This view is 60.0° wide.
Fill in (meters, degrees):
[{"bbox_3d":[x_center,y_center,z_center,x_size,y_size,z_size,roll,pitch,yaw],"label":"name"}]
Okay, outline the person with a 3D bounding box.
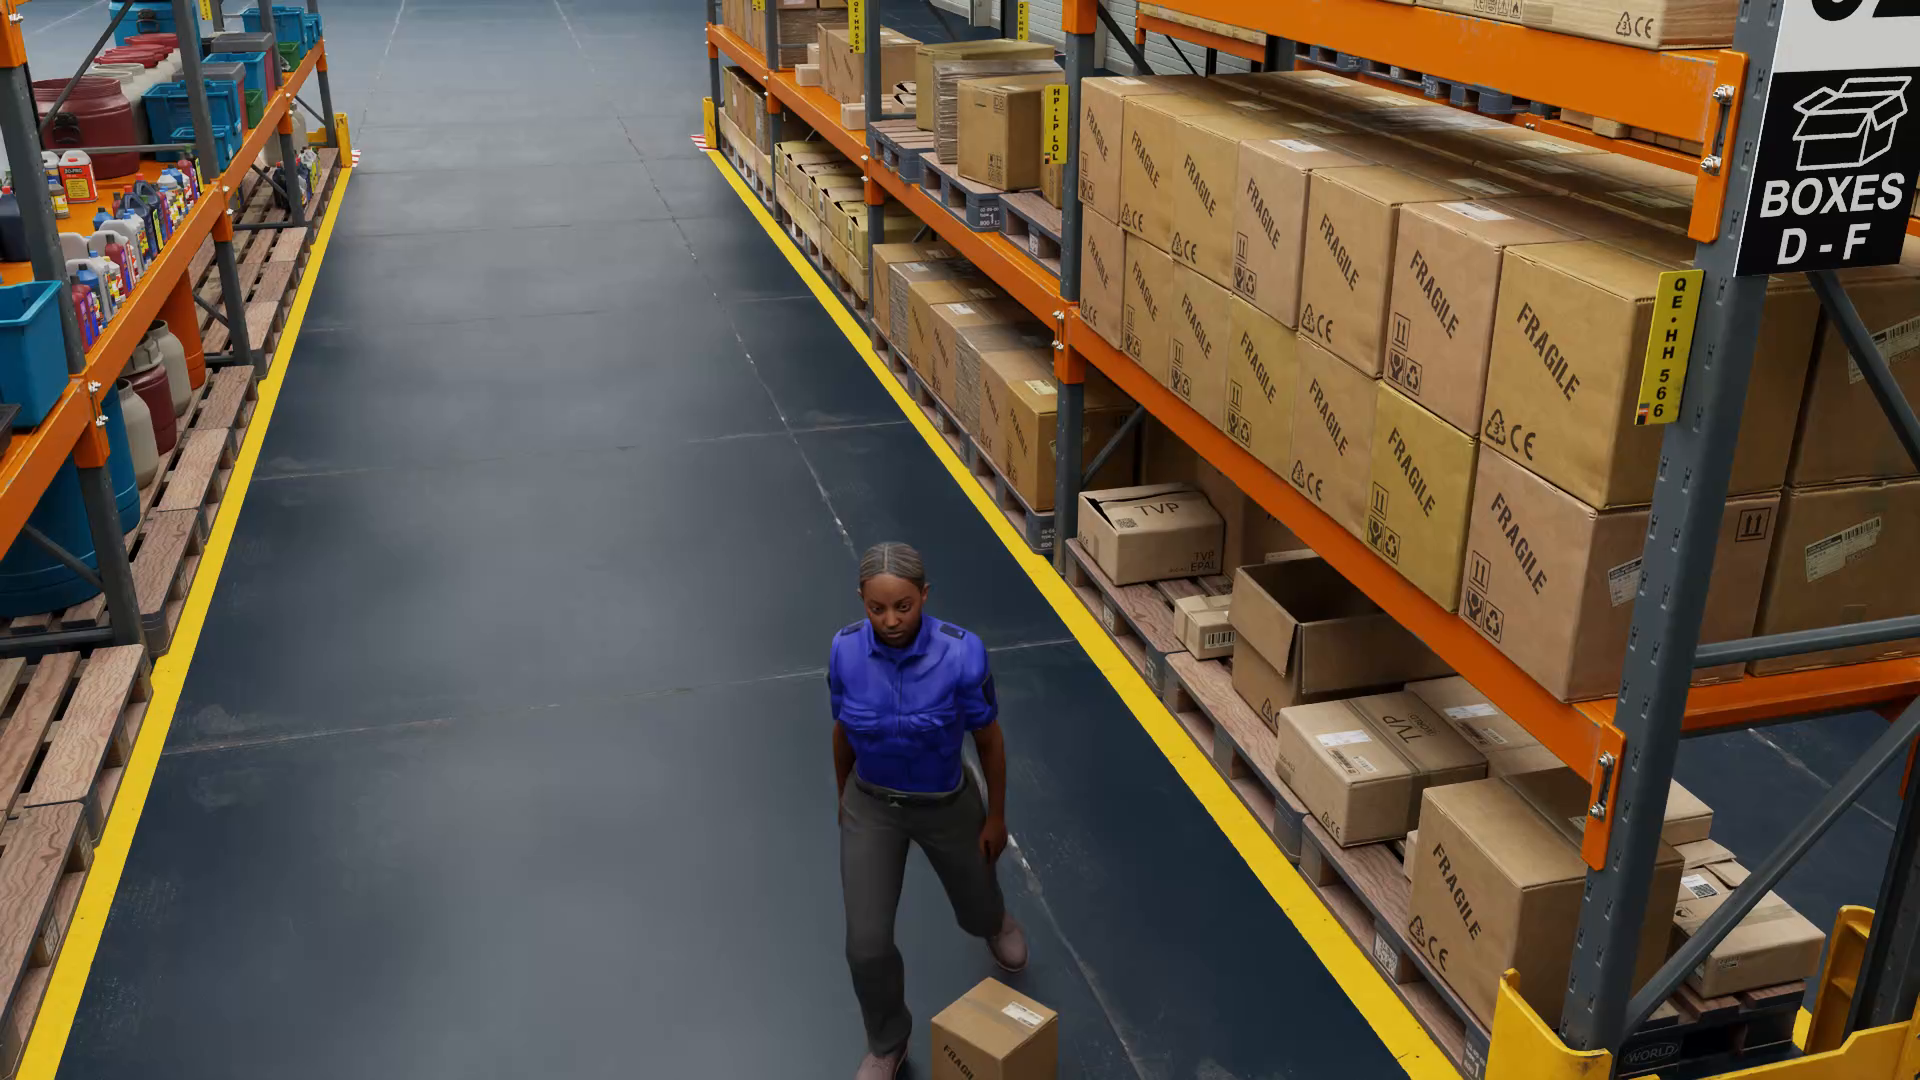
[{"bbox_3d":[-0.078,0.671,4.529,0.506,1.611,0.786,3,23,8],"label":"person"}]
